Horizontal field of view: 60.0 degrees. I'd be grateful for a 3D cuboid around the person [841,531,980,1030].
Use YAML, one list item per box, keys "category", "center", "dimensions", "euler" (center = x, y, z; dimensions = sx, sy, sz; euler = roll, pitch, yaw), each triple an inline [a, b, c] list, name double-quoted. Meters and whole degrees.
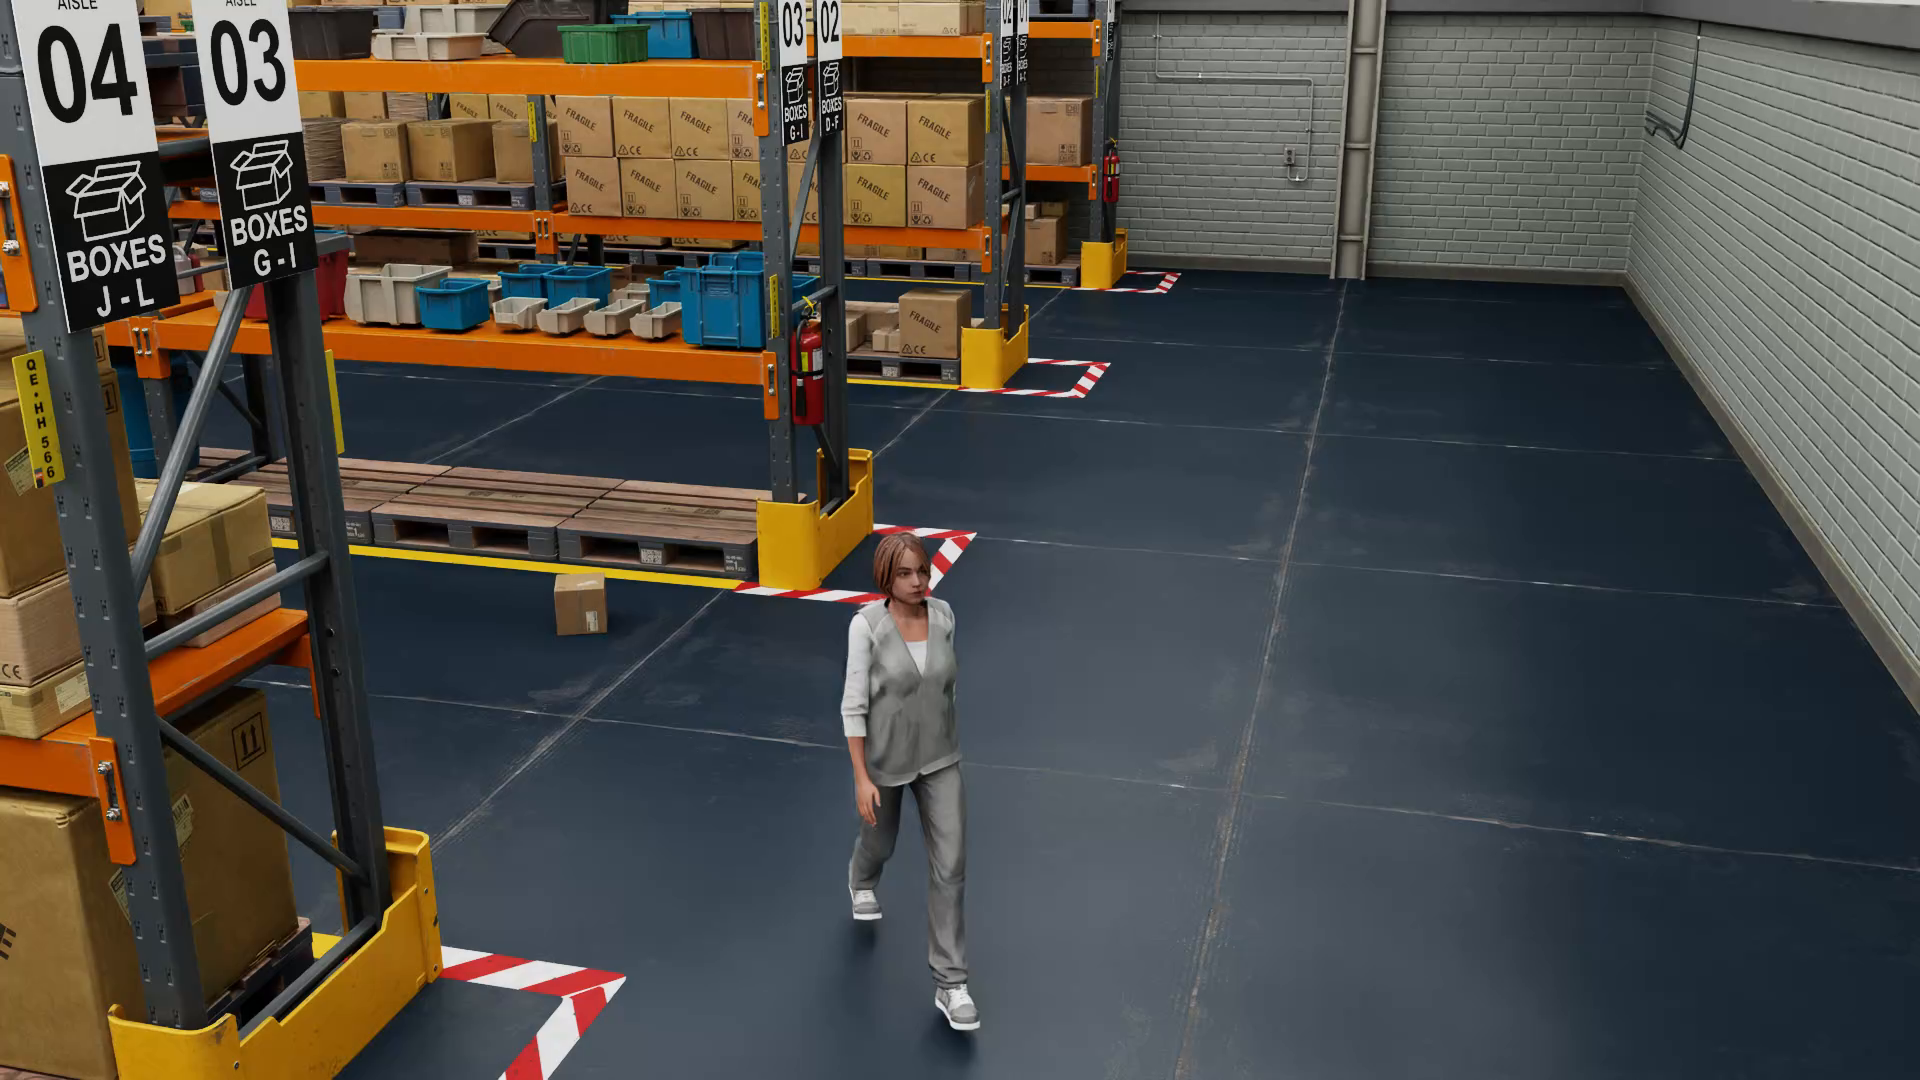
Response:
- category: "person"
  center: [-0.184, 0.728, 5.409]
  dimensions: [0.416, 1.530, 0.936]
  euler: [-6, 19, -17]
